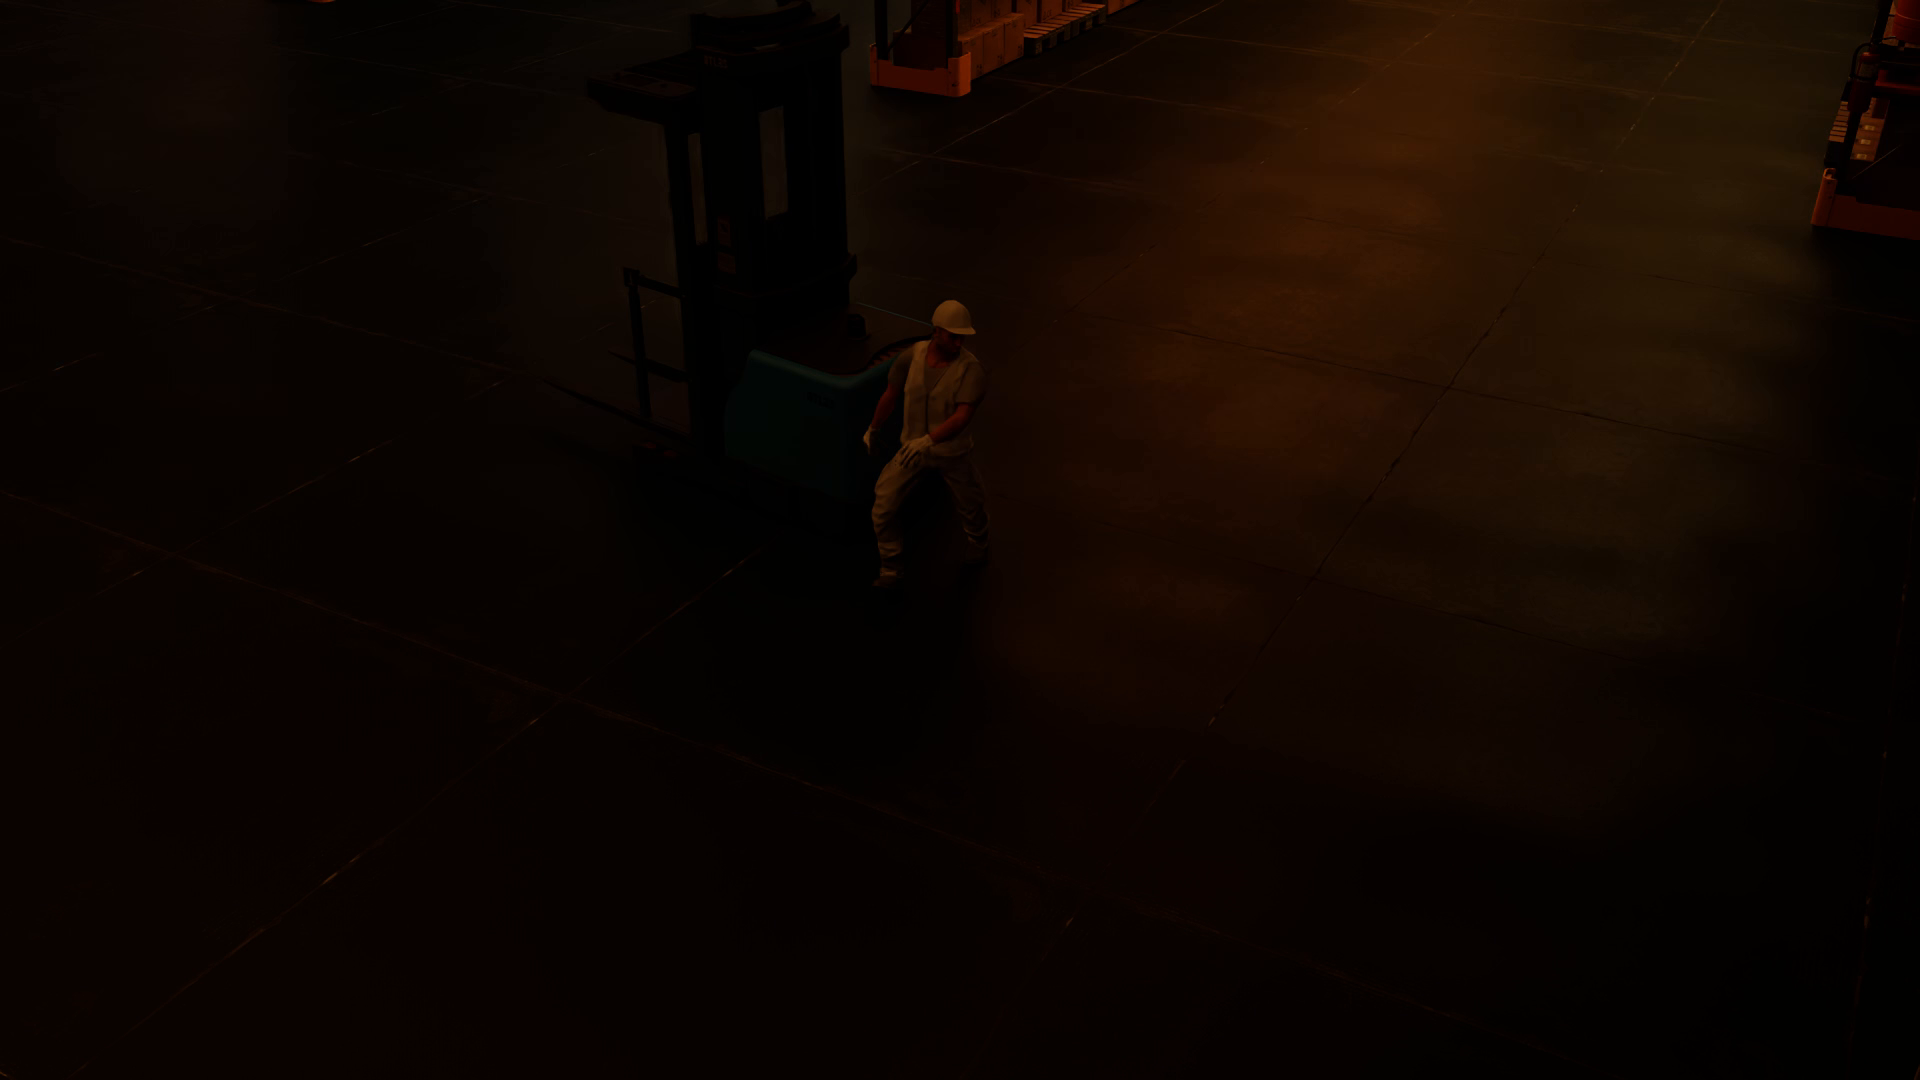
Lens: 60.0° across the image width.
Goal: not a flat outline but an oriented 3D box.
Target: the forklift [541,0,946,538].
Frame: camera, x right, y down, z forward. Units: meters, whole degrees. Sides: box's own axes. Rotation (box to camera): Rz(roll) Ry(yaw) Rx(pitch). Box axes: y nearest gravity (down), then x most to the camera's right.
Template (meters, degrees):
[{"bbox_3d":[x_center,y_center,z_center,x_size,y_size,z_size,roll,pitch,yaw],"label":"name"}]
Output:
[{"bbox_3d":[-1.499,-1.868,10.308,3.031,2.935,1.130,21,36,32],"label":"forklift"}]

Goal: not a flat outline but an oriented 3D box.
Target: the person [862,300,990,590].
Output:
[{"bbox_3d":[-0.214,-0.499,9.201,0.729,1.702,0.860,7,31,12],"label":"person"}]
